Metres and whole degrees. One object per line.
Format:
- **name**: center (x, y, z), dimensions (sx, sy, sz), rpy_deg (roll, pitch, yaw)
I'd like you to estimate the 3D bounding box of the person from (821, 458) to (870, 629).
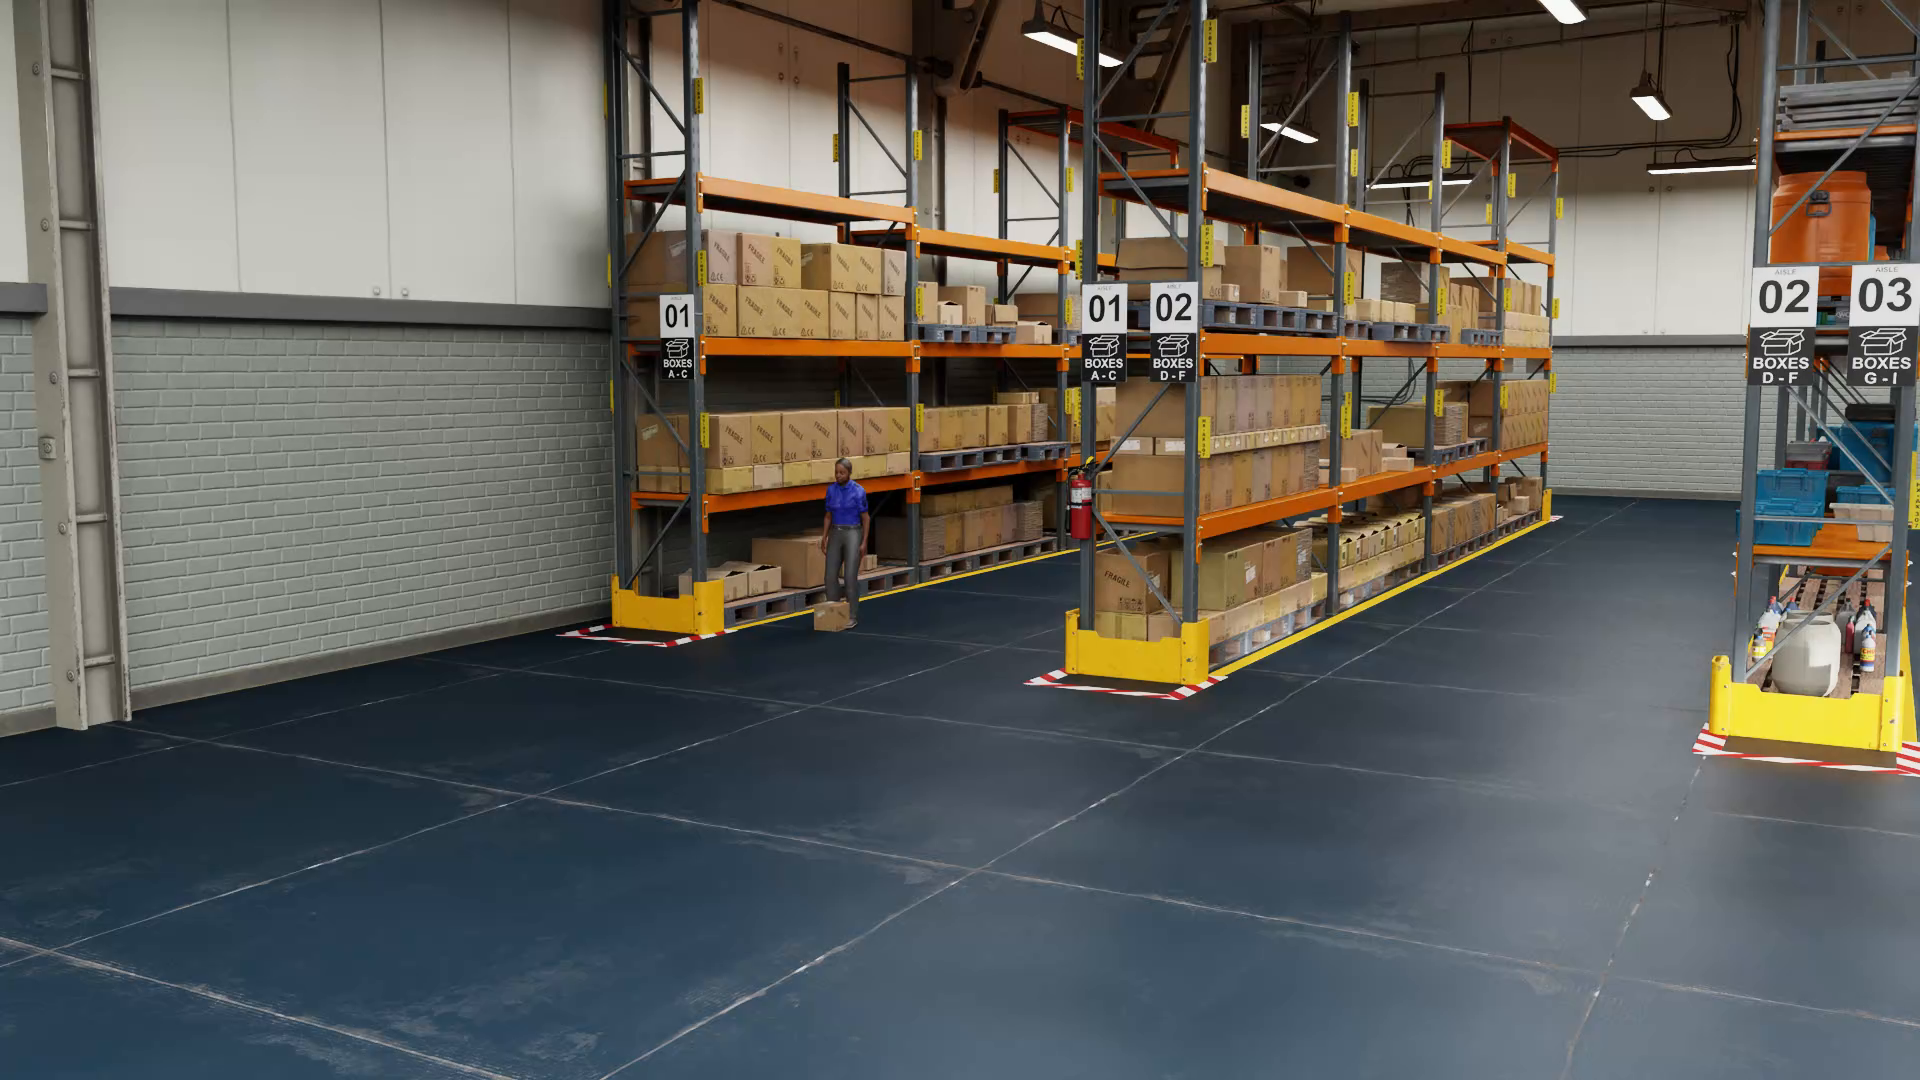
- **person**: center (-1.146, 0.029, 16.192), dimensions (0.530, 1.639, 0.403), rpy_deg (3, 7, 25)
